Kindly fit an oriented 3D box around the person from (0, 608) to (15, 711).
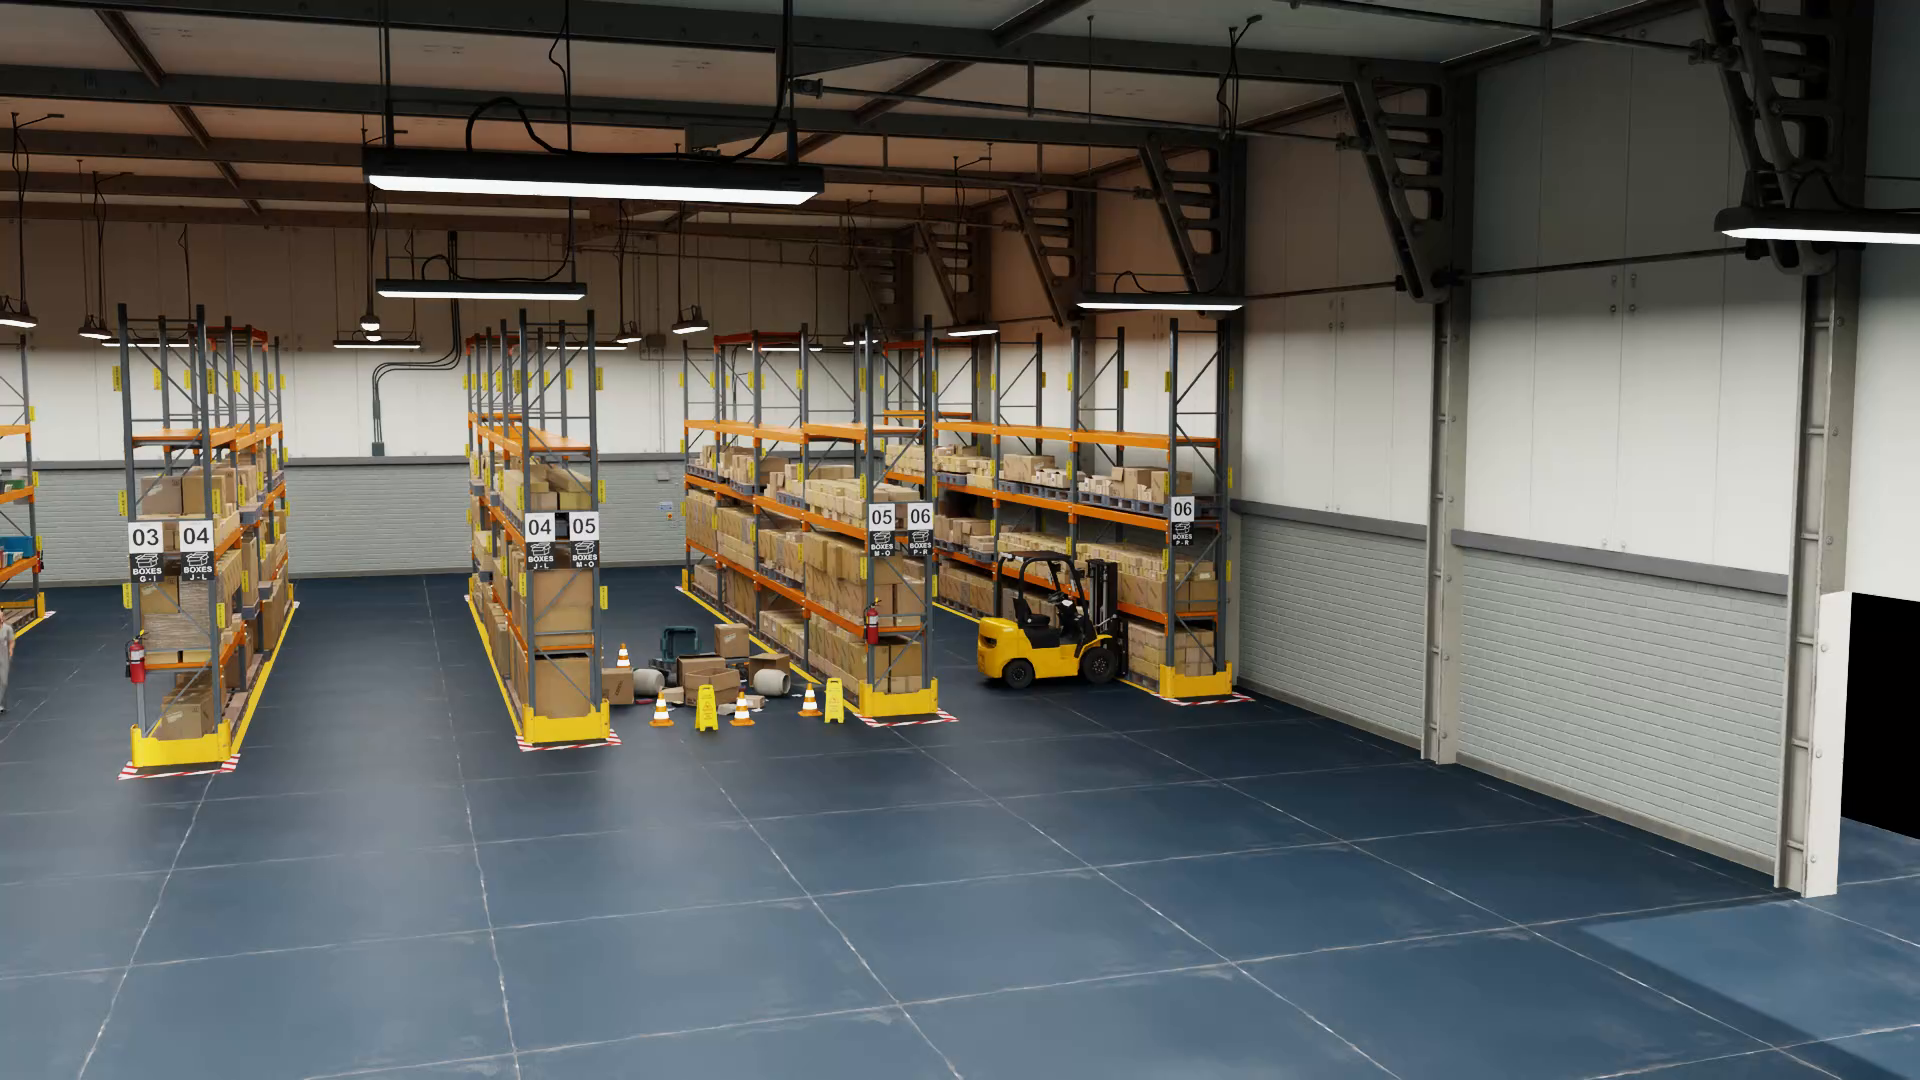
[{"bbox_3d":[-14.403,1.838,24.875,0.791,1.694,0.486,5,8,44],"label":"person"}]
